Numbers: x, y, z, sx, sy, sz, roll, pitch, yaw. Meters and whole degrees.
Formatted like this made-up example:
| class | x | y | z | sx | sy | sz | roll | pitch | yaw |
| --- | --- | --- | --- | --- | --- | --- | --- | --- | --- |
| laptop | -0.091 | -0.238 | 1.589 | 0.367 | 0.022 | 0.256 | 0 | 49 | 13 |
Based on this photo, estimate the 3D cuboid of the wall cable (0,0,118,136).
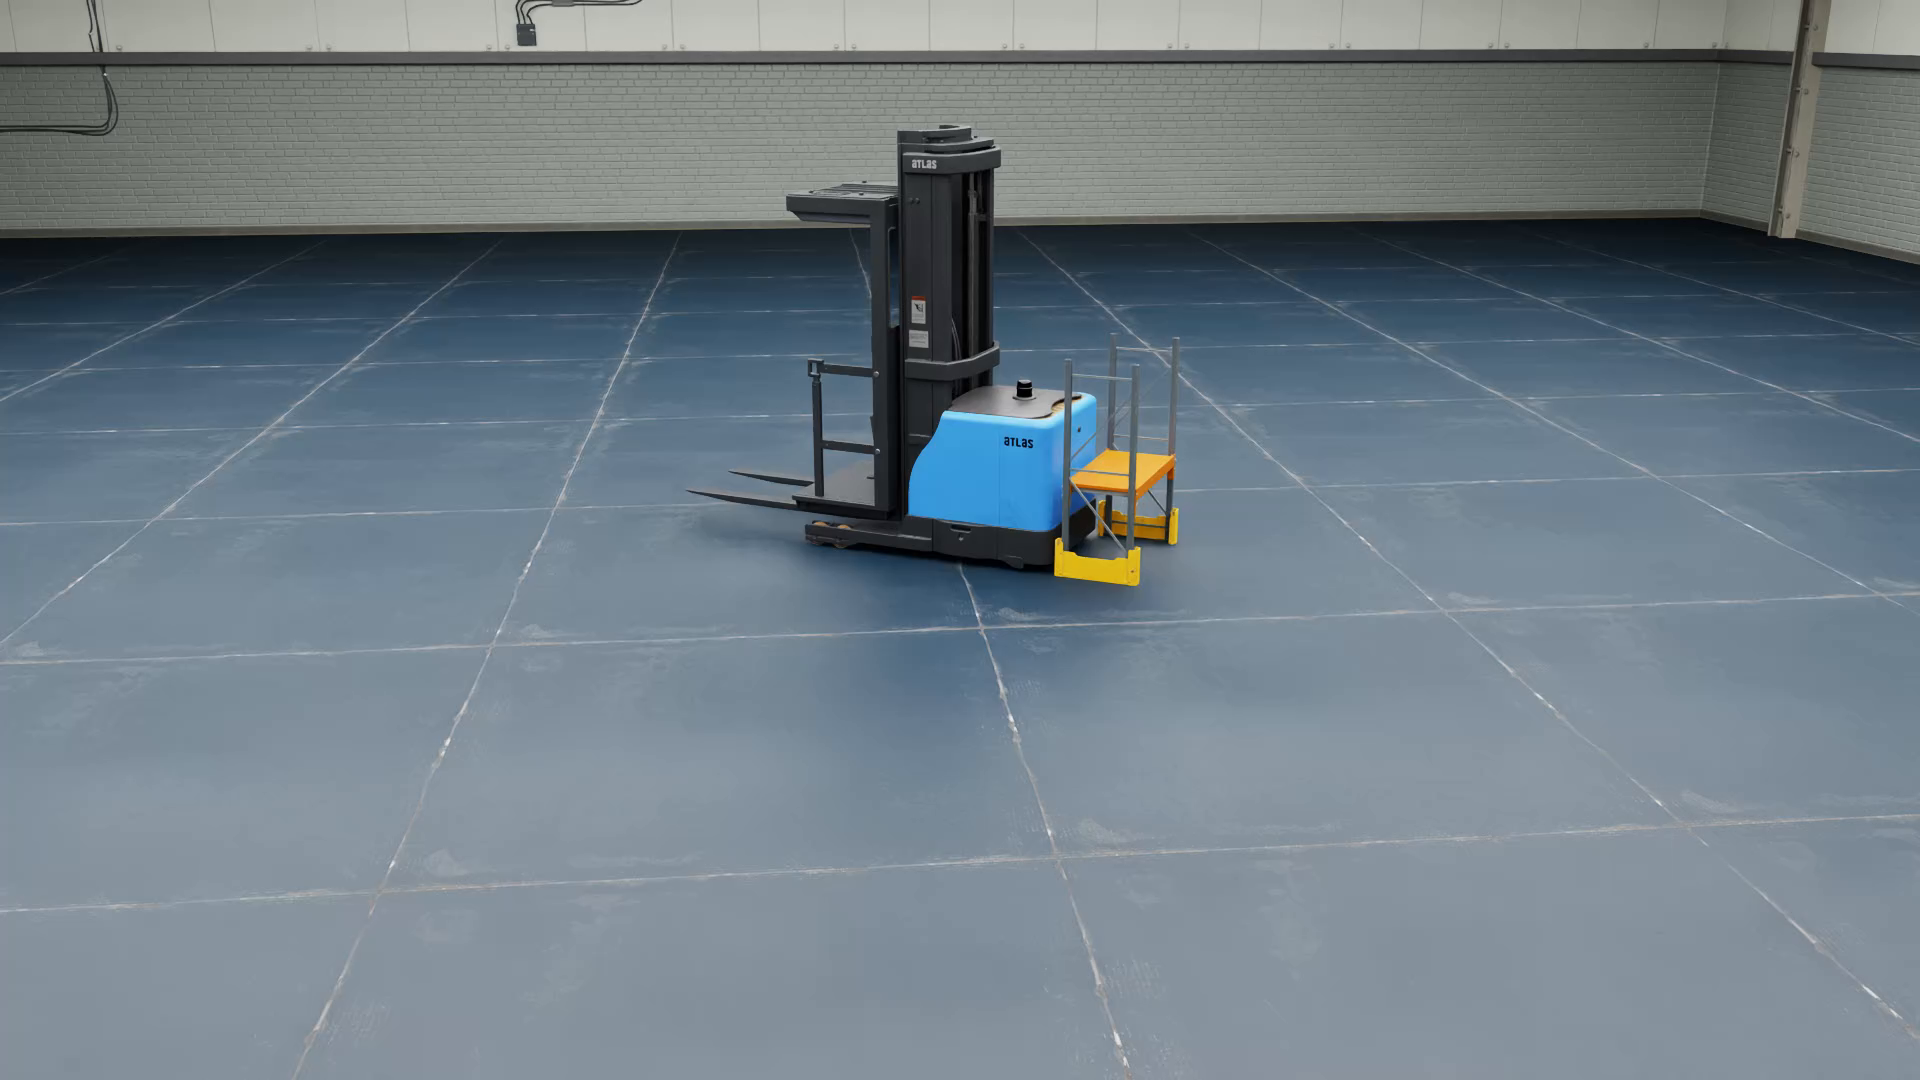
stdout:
| class | x | y | z | sx | sy | sz | roll | pitch | yaw |
| --- | --- | --- | --- | --- | --- | --- | --- | --- | --- |
| wall cable | -15.942 | -8.067 | 28.033 | 3.097 | 2.526 | 0.112 | -2 | 18 | -6 |

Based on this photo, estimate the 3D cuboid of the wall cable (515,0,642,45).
| class | x | y | z | sx | sy | sz | roll | pitch | yaw |
| --- | --- | --- | --- | --- | --- | --- | --- | --- | --- |
| wall cable | -6.498 | -11.459 | 27.977 | 2.305 | 6.003 | 0.169 | -2 | 18 | -6 |

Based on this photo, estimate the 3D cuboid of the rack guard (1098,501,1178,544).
| class | x | y | z | sx | sy | sz | roll | pitch | yaw |
| --- | --- | --- | --- | --- | --- | --- | --- | --- | --- |
| rack guard | 1.300 | -0.129 | 12.170 | 0.587 | 0.250 | 0.087 | 7 | 19 | 21 |

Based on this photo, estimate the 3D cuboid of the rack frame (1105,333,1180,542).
| class | x | y | z | sx | sy | sz | roll | pitch | yaw |
| --- | --- | --- | --- | --- | --- | --- | --- | --- | --- |
| rack frame | 1.308 | -0.731 | 12.000 | 0.500 | 1.500 | 0.032 | 7 | 19 | 21 |

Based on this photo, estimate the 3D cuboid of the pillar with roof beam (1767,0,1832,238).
| class | x | y | z | sx | sy | sz | roll | pitch | yaw |
| --- | --- | --- | --- | --- | --- | --- | --- | --- | --- |
| pillar with roof beam | 10.096 | -9.470 | 27.318 | 9.100 | 9.000 | 0.400 | -2 | 18 | -6 |

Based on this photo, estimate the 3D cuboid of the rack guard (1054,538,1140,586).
| class | x | y | z | sx | sy | sz | roll | pitch | yaw |
| --- | --- | --- | --- | --- | --- | --- | --- | --- | --- |
| rack guard | 0.930 | 0.148 | 11.288 | 0.587 | 0.250 | 0.087 | 7 | 19 | 21 |

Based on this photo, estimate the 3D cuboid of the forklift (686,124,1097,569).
| class | x | y | z | sx | sy | sz | roll | pitch | yaw |
| --- | --- | --- | --- | --- | --- | --- | --- | --- | --- |
| forklift | -0.569 | -1.474 | 11.979 | 3.031 | 2.935 | 1.130 | 8 | 19 | 23 |

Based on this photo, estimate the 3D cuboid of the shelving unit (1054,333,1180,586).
| class | x | y | z | sx | sy | sz | roll | pitch | yaw |
| --- | --- | --- | --- | --- | --- | --- | --- | --- | --- |
| shelving unit | 1.116 | -0.587 | 11.542 | 0.587 | 1.500 | 1.083 | 7 | 19 | 21 |

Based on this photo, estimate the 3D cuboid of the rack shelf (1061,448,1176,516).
| class | x | y | z | sx | sy | sz | roll | pitch | yaw |
| --- | --- | --- | --- | --- | --- | --- | --- | --- | --- |
| rack shelf | 1.119 | -0.418 | 11.604 | 0.538 | 0.185 | 1.000 | 7 | 19 | 21 |

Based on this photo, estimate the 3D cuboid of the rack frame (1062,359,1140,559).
| class | x | y | z | sx | sy | sz | roll | pitch | yaw |
| --- | --- | --- | --- | --- | --- | --- | --- | --- | --- |
| rack frame | 0.930 | -0.448 | 11.100 | 0.500 | 1.500 | 0.032 | 7 | 19 | 21 |
